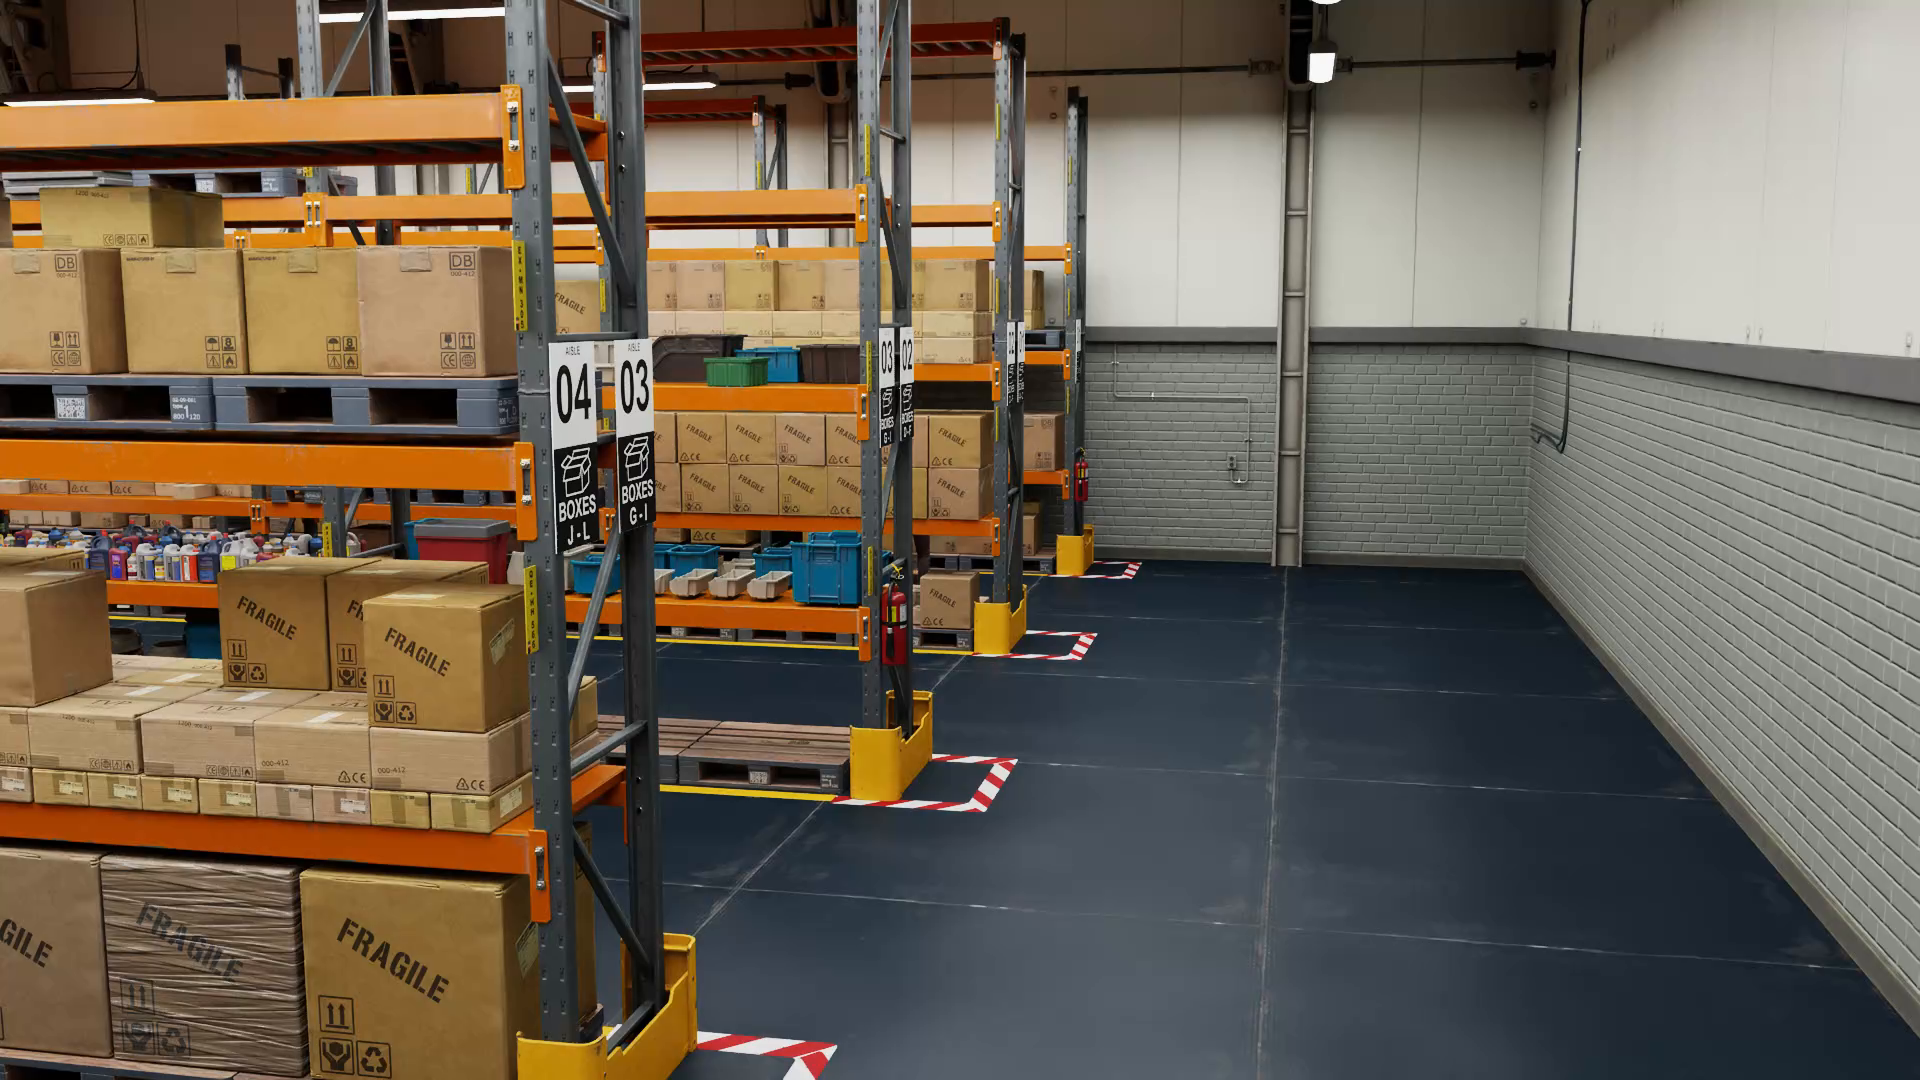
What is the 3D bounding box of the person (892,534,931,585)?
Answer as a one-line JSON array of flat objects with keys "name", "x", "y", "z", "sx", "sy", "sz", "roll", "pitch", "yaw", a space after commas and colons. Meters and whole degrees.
[{"name": "person", "x": -0.571, "y": -0.187, "z": 19.254, "sx": 0.581, "sy": 1.719, "sz": 0.475, "roll": 1, "pitch": 8, "yaw": 8}]
